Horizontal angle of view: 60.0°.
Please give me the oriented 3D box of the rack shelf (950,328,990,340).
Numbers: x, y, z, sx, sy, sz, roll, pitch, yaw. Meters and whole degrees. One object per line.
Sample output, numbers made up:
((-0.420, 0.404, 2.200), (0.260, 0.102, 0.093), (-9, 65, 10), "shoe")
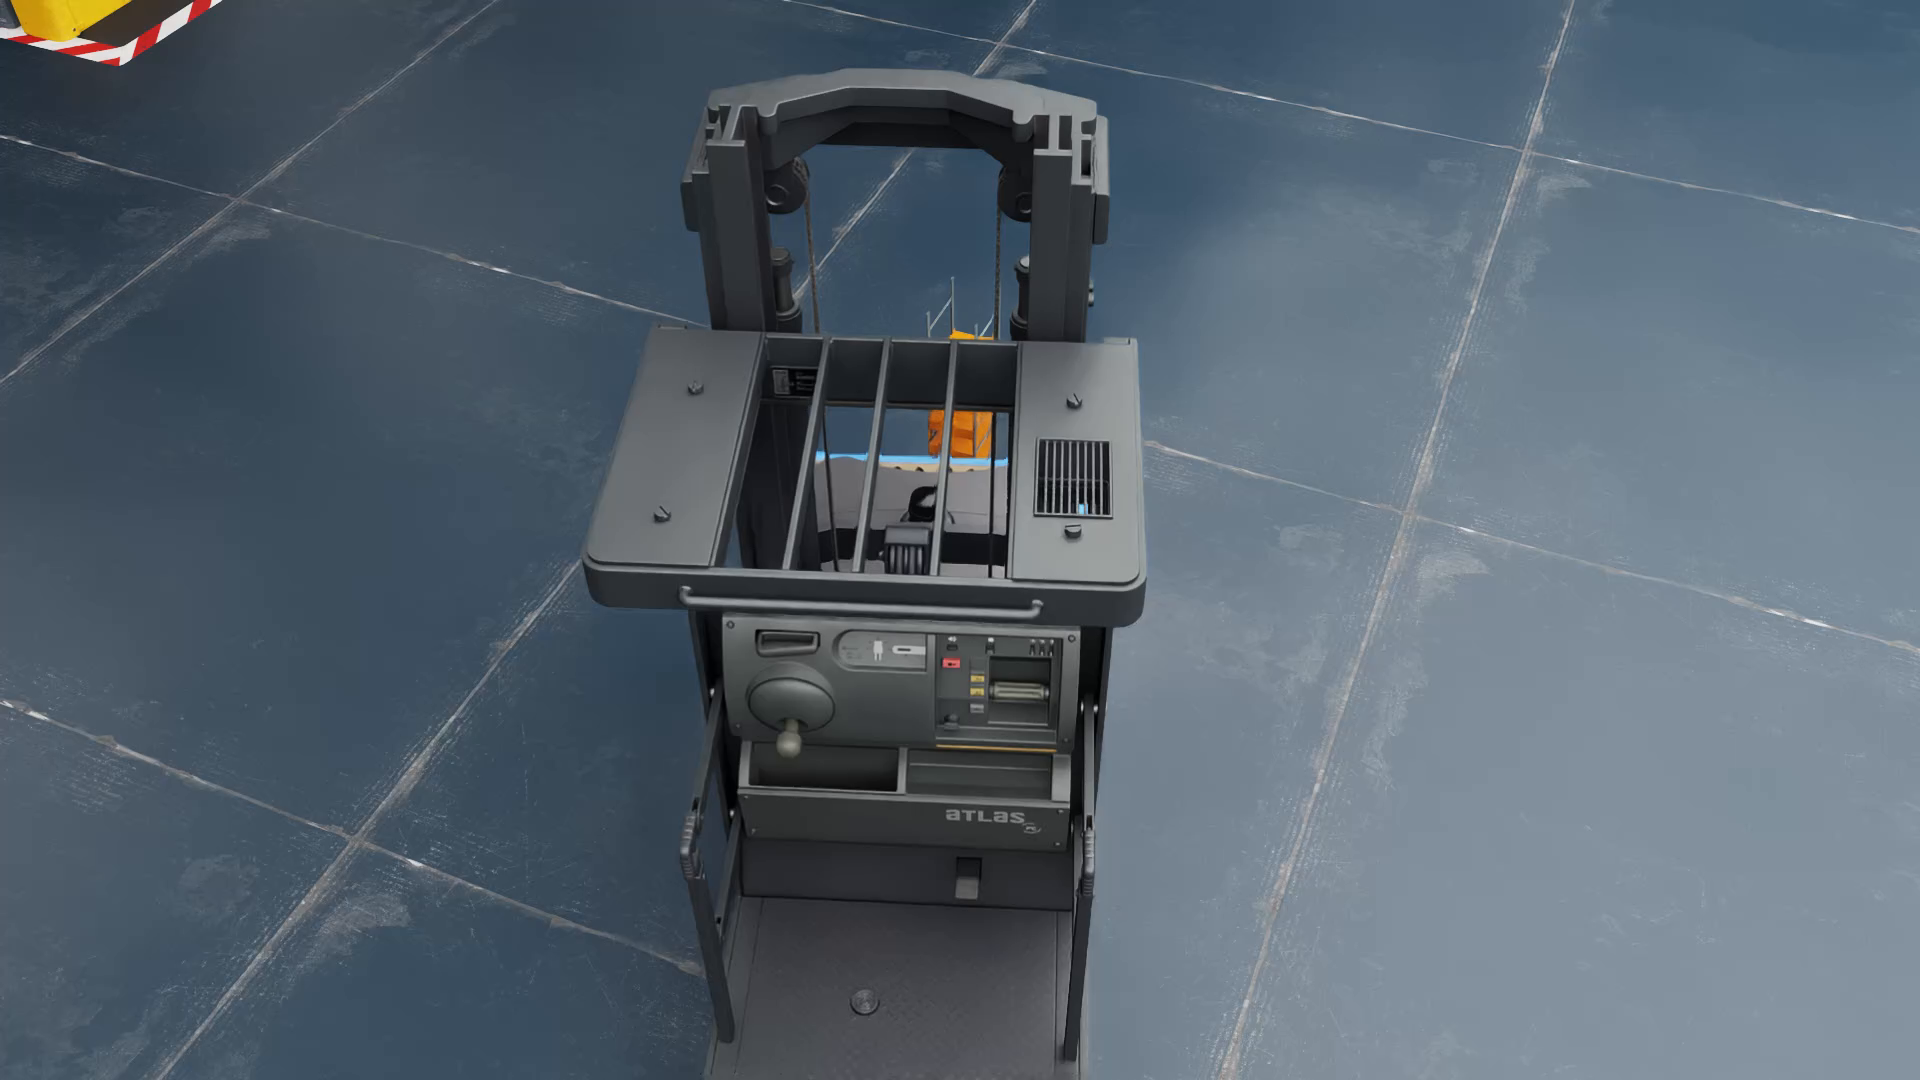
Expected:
((0.013, -0.645, 6.100), (0.180, 0.103, 0.258), (16, 47, 16), "rack shelf")

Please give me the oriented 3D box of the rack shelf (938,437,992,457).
((0.013, -0.305, 6.439), (0.180, 0.103, 0.258), (16, 47, 16), "rack shelf")

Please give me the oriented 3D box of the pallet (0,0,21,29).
((-5.917, -3.553, 10.171), (1.213, 0.211, 1.003), (16, 47, 16), "pallet")

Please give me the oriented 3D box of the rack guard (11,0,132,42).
((-5.126, -3.483, 9.896), (0.348, 0.500, 1.175), (16, 47, 16), "rack guard")

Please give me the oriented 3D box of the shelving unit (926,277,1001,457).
((0.013, -0.421, 6.323), (0.189, 1.200, 0.258), (16, 47, 16), "shelving unit")

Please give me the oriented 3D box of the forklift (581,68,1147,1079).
((-0.164, 0.477, 4.193), (1.130, 2.935, 3.031), (2, 45, 2), "forklift")

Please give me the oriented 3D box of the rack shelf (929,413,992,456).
((0.013, -0.390, 6.354), (0.180, 0.103, 0.258), (16, 47, 16), "rack shelf")

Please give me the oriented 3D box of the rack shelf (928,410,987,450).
((0.013, -0.475, 6.270), (0.180, 0.103, 0.258), (16, 47, 16), "rack shelf")

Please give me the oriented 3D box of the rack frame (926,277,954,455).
((-0.071, -0.446, 6.348), (0.006, 1.200, 0.240), (16, 47, 16), "rack frame")

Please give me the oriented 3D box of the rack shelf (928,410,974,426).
((0.013, -0.560, 6.185), (0.180, 0.103, 0.258), (16, 47, 16), "rack shelf")

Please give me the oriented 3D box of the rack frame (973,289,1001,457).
((0.098, -0.397, 6.298), (0.006, 1.200, 0.240), (16, 47, 16), "rack frame")
